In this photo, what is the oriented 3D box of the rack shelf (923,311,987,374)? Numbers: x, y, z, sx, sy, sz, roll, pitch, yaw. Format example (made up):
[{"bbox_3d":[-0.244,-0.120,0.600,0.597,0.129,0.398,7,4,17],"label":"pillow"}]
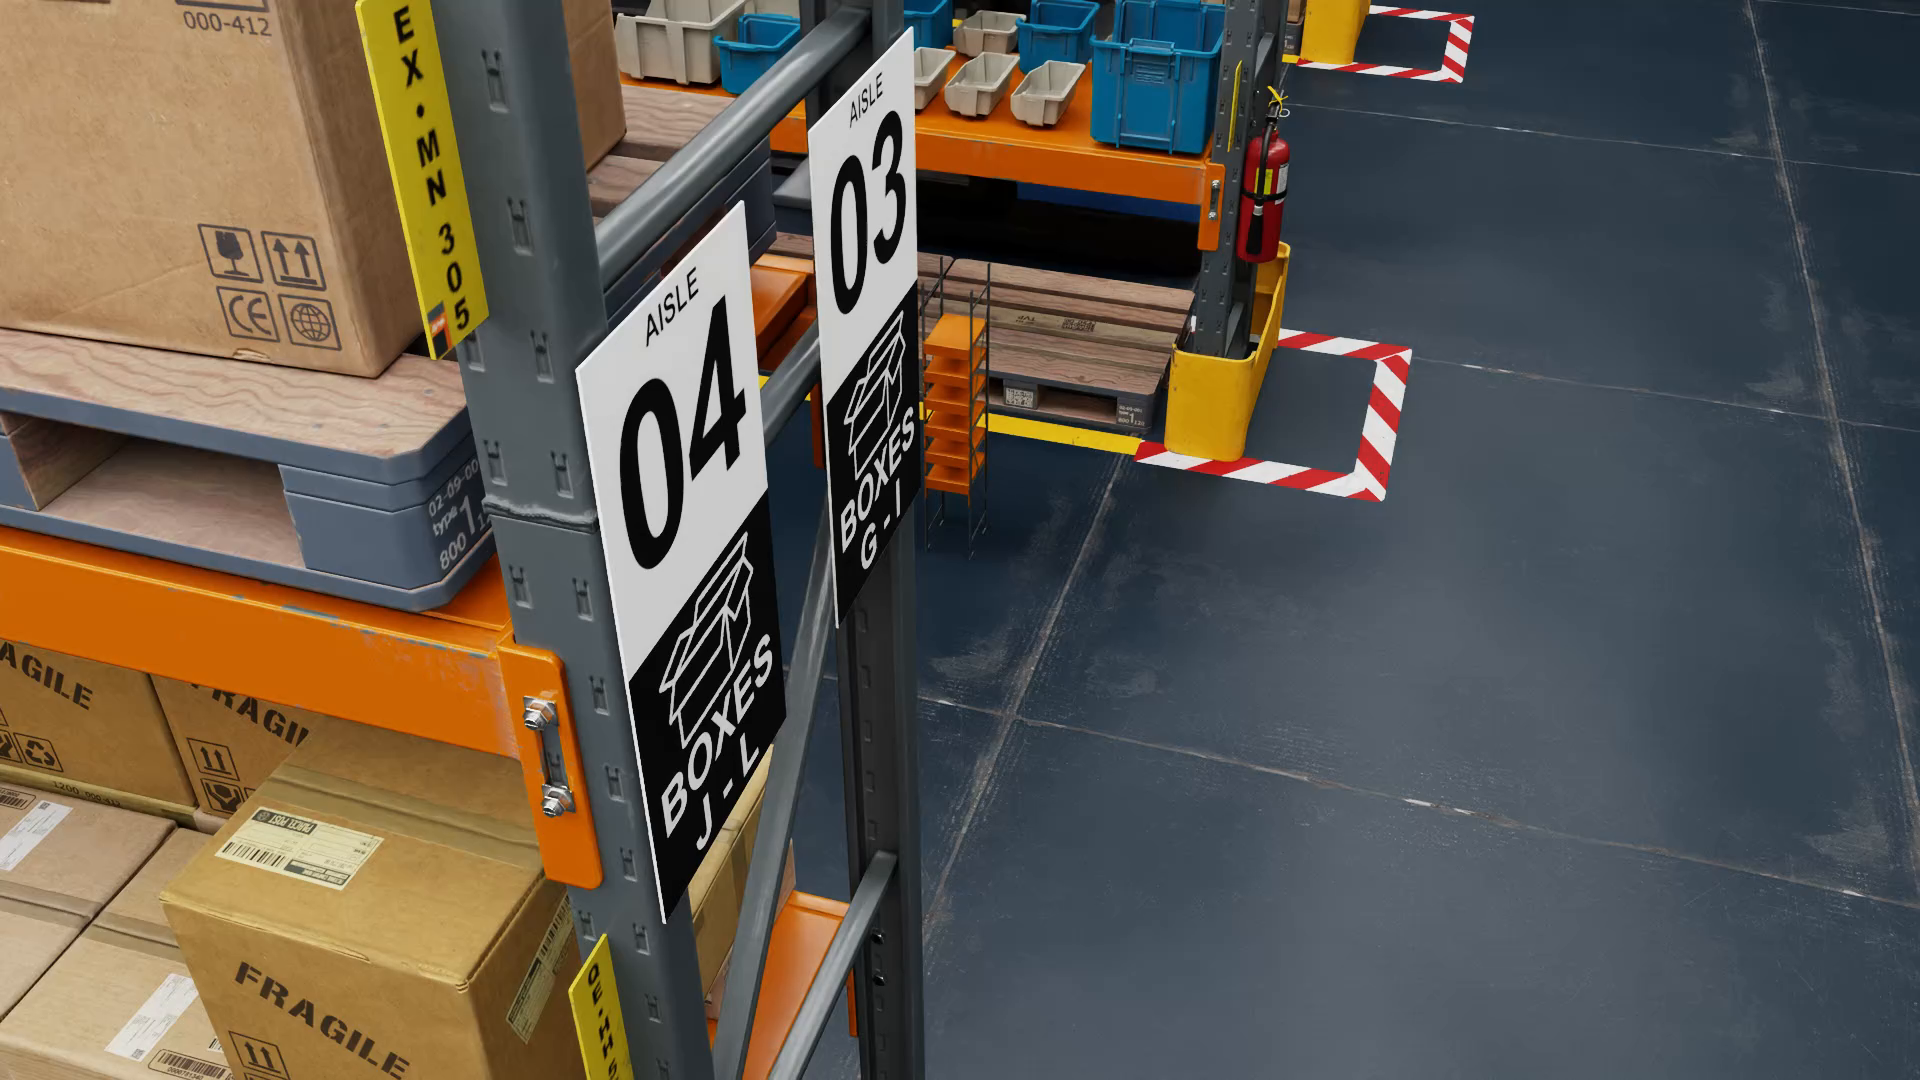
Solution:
[{"bbox_3d":[-0.014,-0.740,6.211,0.180,0.103,0.258,10,38,14],"label":"rack shelf"}]

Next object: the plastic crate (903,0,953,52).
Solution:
[{"bbox_3d":[-0.202,-2.313,7.453,0.300,0.233,0.416,10,38,14],"label":"plastic crate"}]

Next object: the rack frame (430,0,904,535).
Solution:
[{"bbox_3d":[-0.285,-1.508,1.207,0.127,3.000,1.000,10,38,14],"label":"rack frame"}]

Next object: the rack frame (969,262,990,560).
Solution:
[{"bbox_3d":[0.074,-0.470,6.376,0.006,1.200,0.240,10,38,14],"label":"rack frame"}]

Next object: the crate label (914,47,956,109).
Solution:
[{"bbox_3d":[-0.186,-1.948,7.038,0.243,0.136,0.396,10,38,14],"label":"crate label"}]

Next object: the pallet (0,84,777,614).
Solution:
[{"bbox_3d":[-0.996,-0.389,2.292,1.213,0.211,1.003,10,38,14],"label":"pallet"}]

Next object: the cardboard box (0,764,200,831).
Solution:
[{"bbox_3d":[-1.639,0.433,3.507,0.500,0.250,0.500,9,37,12],"label":"cardboard box"}]

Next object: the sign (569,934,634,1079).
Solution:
[{"bbox_3d":[-0.460,0.651,2.158,0.005,0.325,0.100,10,38,14],"label":"sign"}]

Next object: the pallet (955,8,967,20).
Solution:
[{"bbox_3d":[0.678,-3.943,11.930,1.213,0.211,1.003,10,38,14],"label":"pallet"}]

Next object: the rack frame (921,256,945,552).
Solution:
[{"bbox_3d":[-0.101,-0.502,6.420,0.006,1.200,0.240,10,38,14],"label":"rack frame"}]

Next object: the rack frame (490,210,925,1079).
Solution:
[{"bbox_3d":[-0.285,0.909,2.985,0.127,3.000,1.000,10,38,14],"label":"rack frame"}]

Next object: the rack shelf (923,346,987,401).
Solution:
[{"bbox_3d":[-0.014,-0.643,6.282,0.180,0.103,0.258,10,38,14],"label":"rack shelf"}]

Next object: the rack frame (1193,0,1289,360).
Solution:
[{"bbox_3d":[1.192,-1.894,6.793,0.127,3.000,1.000,10,38,14],"label":"rack frame"}]

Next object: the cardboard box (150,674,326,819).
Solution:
[{"bbox_3d":[-1.140,0.221,3.162,0.500,0.500,0.500,10,37,13],"label":"cardboard box"}]

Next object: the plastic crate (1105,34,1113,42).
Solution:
[{"bbox_3d":[0.773,-2.145,7.306,0.298,0.136,0.250,10,38,14],"label":"plastic crate"}]

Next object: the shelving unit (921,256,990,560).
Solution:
[{"bbox_3d":[-0.014,-0.486,6.398,0.189,1.200,0.258,10,38,14],"label":"shelving unit"}]

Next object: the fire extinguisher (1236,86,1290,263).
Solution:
[{"bbox_3d":[1.201,-1.429,6.540,0.183,0.674,0.296,10,38,14],"label":"fire extinguisher"}]

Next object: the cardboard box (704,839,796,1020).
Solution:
[{"bbox_3d":[-0.525,0.760,3.398,0.250,0.149,0.380,11,38,14],"label":"cardboard box"}]

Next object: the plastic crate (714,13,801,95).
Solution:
[{"bbox_3d":[-0.845,-2.069,7.121,0.300,0.233,0.416,10,38,14],"label":"plastic crate"}]

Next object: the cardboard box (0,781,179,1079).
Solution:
[{"bbox_3d":[-1.796,0.734,3.098,0.500,0.250,0.500,9,37,12],"label":"cardboard box"}]

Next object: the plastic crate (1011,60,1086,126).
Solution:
[{"bbox_3d":[0.360,-1.853,6.910,0.243,0.136,0.396,10,38,14],"label":"plastic crate"}]

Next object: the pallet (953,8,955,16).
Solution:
[{"bbox_3d":[-0.490,-4.158,12.221,1.213,0.211,1.003,10,38,14],"label":"pallet"}]

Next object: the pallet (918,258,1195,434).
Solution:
[{"bbox_3d":[0.417,-0.939,7.847,1.213,0.211,1.003,10,38,14],"label":"pallet"}]

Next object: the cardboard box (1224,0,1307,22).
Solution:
[{"bbox_3d":[2.080,-3.823,11.151,0.500,0.500,0.500,10,38,14],"label":"cardboard box"}]

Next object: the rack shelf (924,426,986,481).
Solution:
[{"bbox_3d":[-0.014,-0.353,6.495,0.180,0.103,0.258,10,38,14],"label":"rack shelf"}]

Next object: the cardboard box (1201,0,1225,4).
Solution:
[{"bbox_3d":[1.721,-3.811,11.417,0.250,0.166,0.380,10,38,14],"label":"cardboard box"}]

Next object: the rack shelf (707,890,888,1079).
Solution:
[{"bbox_3d":[-2.194,0.845,3.679,4.000,0.370,1.077,10,38,14],"label":"rack shelf"}]

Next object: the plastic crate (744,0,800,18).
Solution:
[{"bbox_3d":[-0.874,-2.381,7.626,0.466,0.136,0.293,10,38,14],"label":"plastic crate"}]

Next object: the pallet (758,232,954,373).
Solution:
[{"bbox_3d":[-0.744,-1.155,8.141,1.213,0.211,1.003,10,38,14],"label":"pallet"}]

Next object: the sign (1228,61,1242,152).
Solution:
[{"bbox_3d":[1.044,-1.645,6.317,0.005,0.325,0.100,10,38,14],"label":"sign"}]

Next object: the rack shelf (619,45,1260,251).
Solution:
[{"bbox_3d":[-0.717,-1.958,7.486,4.000,0.370,1.077,10,38,14],"label":"rack shelf"}]

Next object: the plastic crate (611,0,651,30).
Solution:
[{"bbox_3d":[-1.477,-2.468,7.755,0.590,0.125,0.437,10,38,14],"label":"plastic crate"}]

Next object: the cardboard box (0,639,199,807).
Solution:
[{"bbox_3d":[-1.636,0.133,3.282,0.500,0.500,0.500,10,37,13],"label":"cardboard box"}]

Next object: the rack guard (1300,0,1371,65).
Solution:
[{"bbox_3d":[2.600,-3.703,11.359,0.348,0.500,1.175,10,38,14],"label":"rack guard"}]

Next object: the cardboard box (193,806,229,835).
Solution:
[{"bbox_3d":[-1.161,0.523,3.384,0.500,0.250,0.500,10,38,13],"label":"cardboard box"}]

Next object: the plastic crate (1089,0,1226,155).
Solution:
[{"bbox_3d":[0.817,-1.886,6.701,0.499,0.435,0.616,10,38,14],"label":"plastic crate"}]

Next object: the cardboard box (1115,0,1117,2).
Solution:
[{"bbox_3d":[1.182,-3.907,11.477,0.500,0.250,0.500,10,38,14],"label":"cardboard box"}]

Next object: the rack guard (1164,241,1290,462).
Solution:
[{"bbox_3d":[1.219,-0.890,7.538,0.348,0.500,1.175,10,38,14],"label":"rack guard"}]

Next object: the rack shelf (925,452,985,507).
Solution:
[{"bbox_3d":[-0.014,-0.257,6.566,0.180,0.103,0.258,10,38,14],"label":"rack shelf"}]

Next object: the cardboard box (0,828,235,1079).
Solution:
[{"bbox_3d":[-1.310,0.824,2.976,0.500,0.250,0.500,10,37,13],"label":"cardboard box"}]

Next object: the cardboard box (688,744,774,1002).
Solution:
[{"bbox_3d":[-0.662,0.612,3.264,0.500,0.250,0.500,10,37,13],"label":"cardboard box"}]

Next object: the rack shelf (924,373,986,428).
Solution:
[{"bbox_3d":[-0.014,-0.547,6.353,0.180,0.103,0.258,10,38,14],"label":"rack shelf"}]

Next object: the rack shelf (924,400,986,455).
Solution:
[{"bbox_3d":[-0.014,-0.450,6.424,0.180,0.103,0.258,10,38,14],"label":"rack shelf"}]

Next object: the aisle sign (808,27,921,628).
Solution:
[{"bbox_3d":[-0.127,-0.295,2.428,0.004,0.787,0.394,10,38,14],"label":"aisle sign"}]

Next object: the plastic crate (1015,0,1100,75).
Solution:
[{"bbox_3d":[0.426,-2.197,7.295,0.300,0.233,0.416,10,38,14],"label":"plastic crate"}]

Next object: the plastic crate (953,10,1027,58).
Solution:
[{"bbox_3d":[0.126,-2.265,7.469,0.298,0.136,0.250,10,38,14],"label":"plastic crate"}]

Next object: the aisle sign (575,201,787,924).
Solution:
[{"bbox_3d":[-0.305,0.044,1.967,0.004,0.787,0.394,10,38,14],"label":"aisle sign"}]

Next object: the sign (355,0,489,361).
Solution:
[{"bbox_3d":[-0.460,-0.320,1.443,0.005,0.325,0.100,10,38,14],"label":"sign"}]

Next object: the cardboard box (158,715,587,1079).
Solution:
[{"bbox_3d":[-0.828,0.610,2.634,0.500,0.500,0.500,11,38,14],"label":"cardboard box"}]

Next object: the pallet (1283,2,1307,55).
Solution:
[{"bbox_3d":[1.839,-3.726,11.635,1.213,0.211,1.003,10,38,14],"label":"pallet"}]

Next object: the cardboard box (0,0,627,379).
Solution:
[{"bbox_3d":[-0.797,-0.611,1.996,0.500,0.500,0.700,8,37,11],"label":"cardboard box"}]

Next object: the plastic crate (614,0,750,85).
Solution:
[{"bbox_3d":[-1.223,-2.203,7.262,0.530,0.282,0.437,10,38,14],"label":"plastic crate"}]

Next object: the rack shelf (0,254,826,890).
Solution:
[{"bbox_3d":[-2.194,-0.363,2.789,4.000,0.370,1.077,10,38,14],"label":"rack shelf"}]

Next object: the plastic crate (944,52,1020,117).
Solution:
[{"bbox_3d":[0.087,-1.913,6.990,0.243,0.136,0.396,10,38,14],"label":"plastic crate"}]

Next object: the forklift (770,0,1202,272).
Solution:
[{"bbox_3d":[0.024,-3.075,8.455,3.031,2.935,1.130,11,38,15],"label":"forklift"}]
